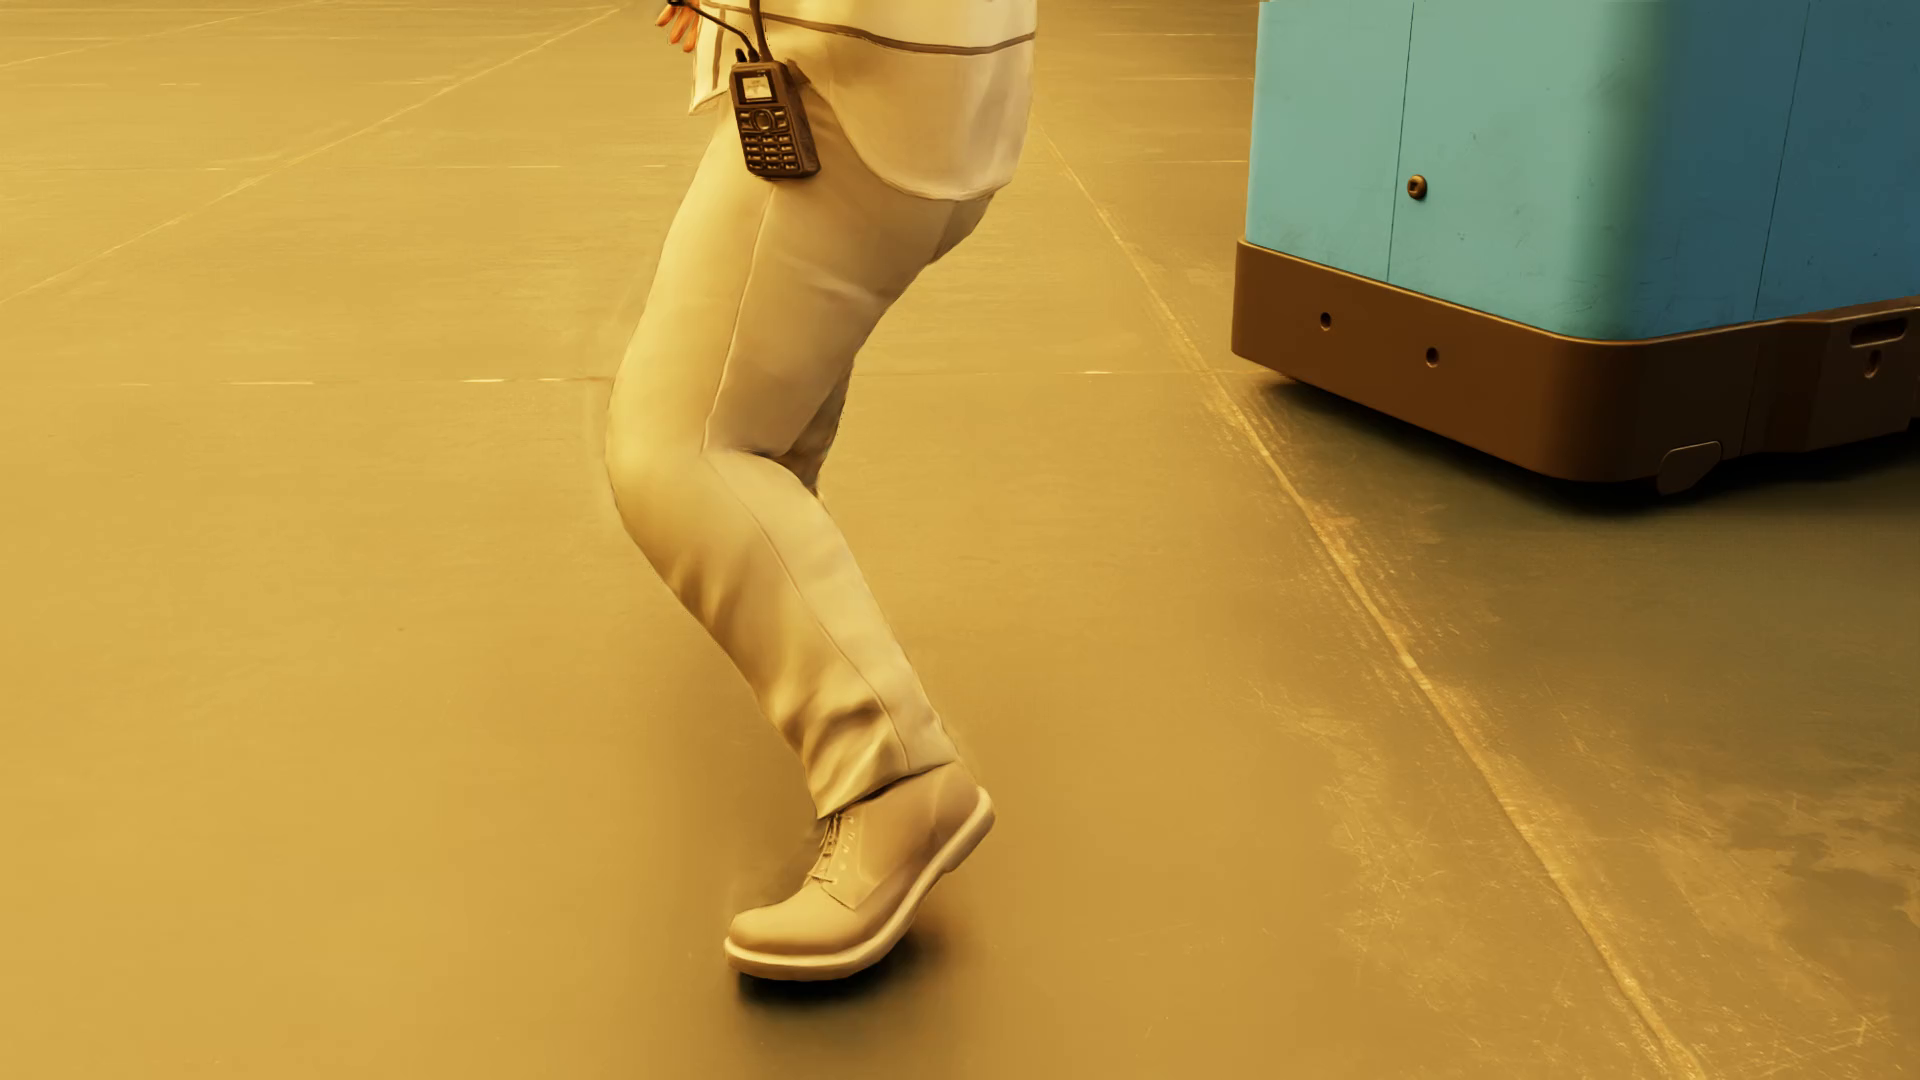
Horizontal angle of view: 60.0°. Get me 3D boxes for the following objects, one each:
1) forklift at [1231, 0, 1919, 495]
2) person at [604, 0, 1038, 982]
[{"bbox_3d":[2.132,-1.802,3.316,3.031,2.935,1.130,-11,24,-25],"label":"forklift"},{"bbox_3d":[-0.276,-0.531,1.975,0.942,1.565,1.265,7,23,18],"label":"person"}]
